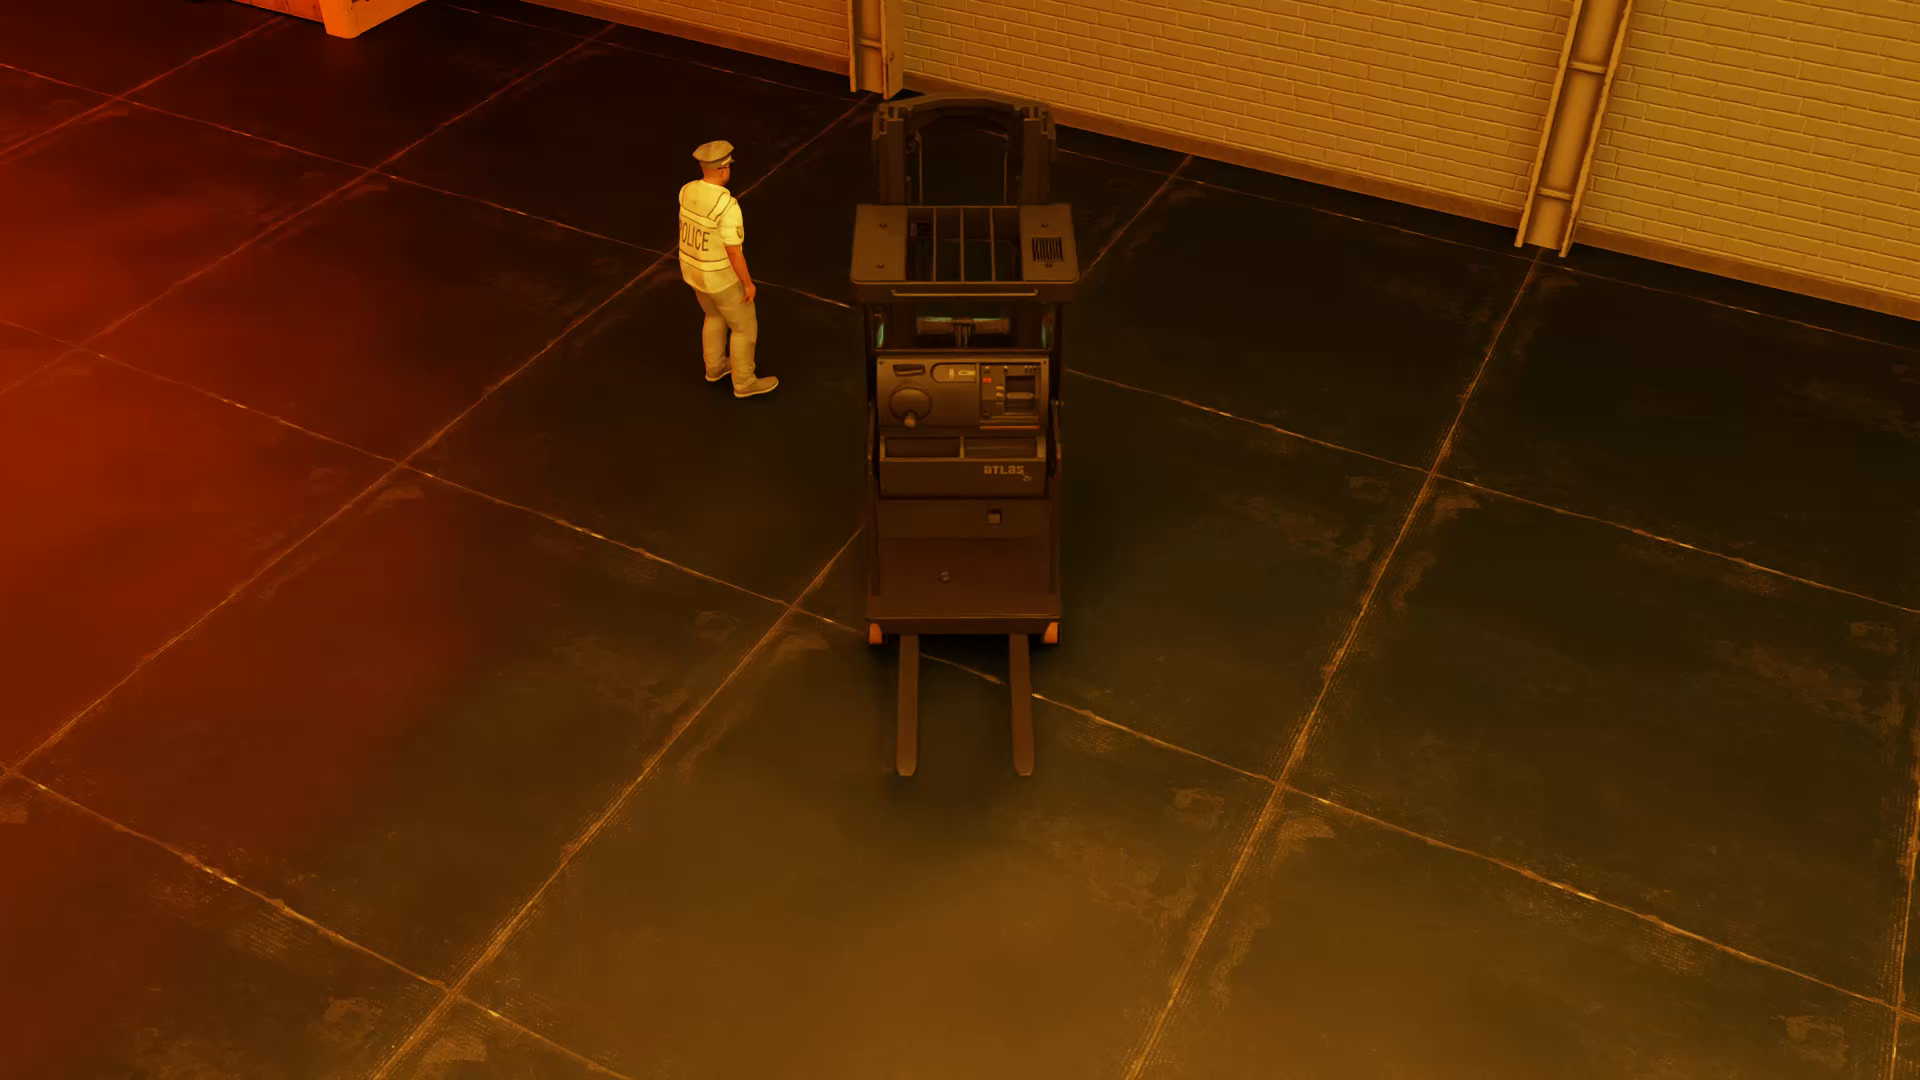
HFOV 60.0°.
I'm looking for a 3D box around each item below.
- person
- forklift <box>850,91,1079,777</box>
[{"bbox_3d":[-1.595,-1.765,11.001,0.592,1.746,0.439,32,49,32],"label":"person"},{"bbox_3d":[0.019,-0.723,8.845,1.130,2.935,3.031,0,40,0],"label":"forklift"}]
